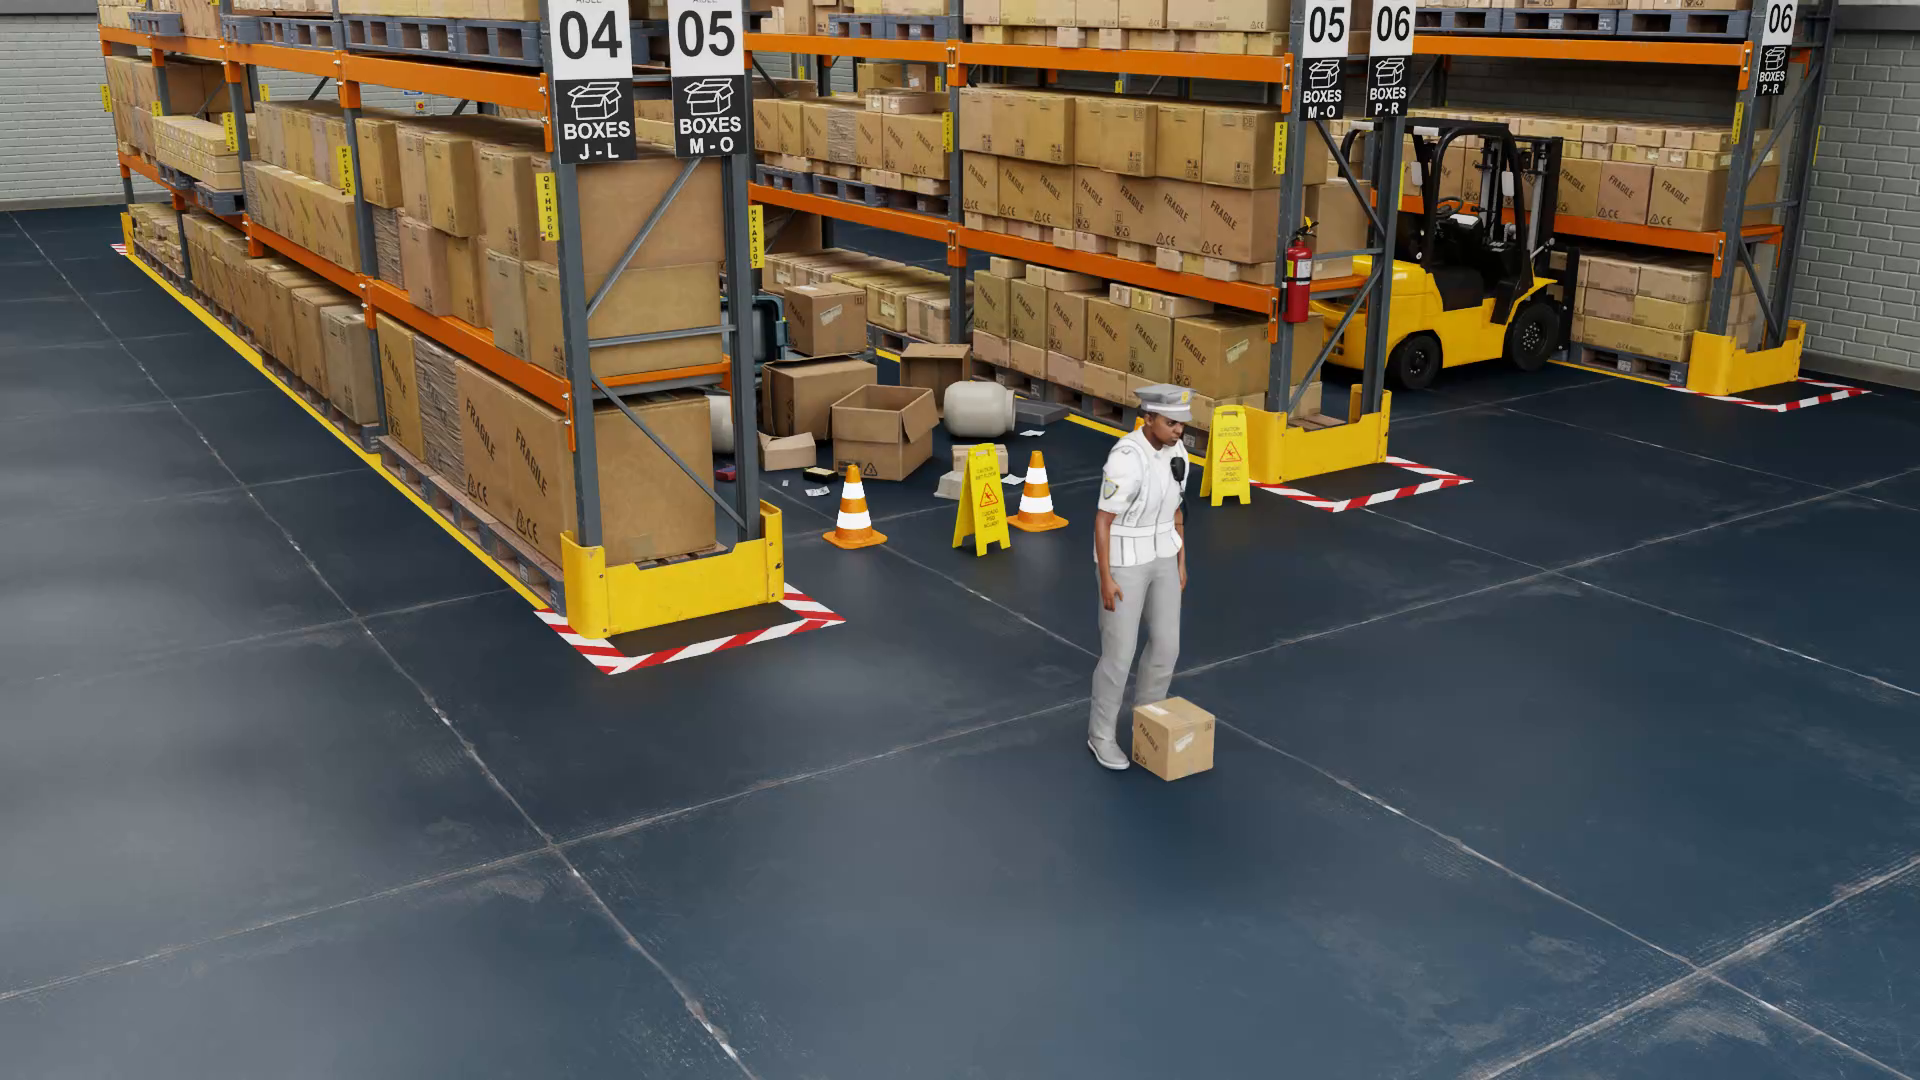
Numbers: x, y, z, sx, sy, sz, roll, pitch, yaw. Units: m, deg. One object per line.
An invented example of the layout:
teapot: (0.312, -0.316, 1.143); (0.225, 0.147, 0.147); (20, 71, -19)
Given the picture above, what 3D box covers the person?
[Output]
person: (0.782, 0.132, 7.160); (0.518, 1.656, 0.396); (-13, 22, -34)
